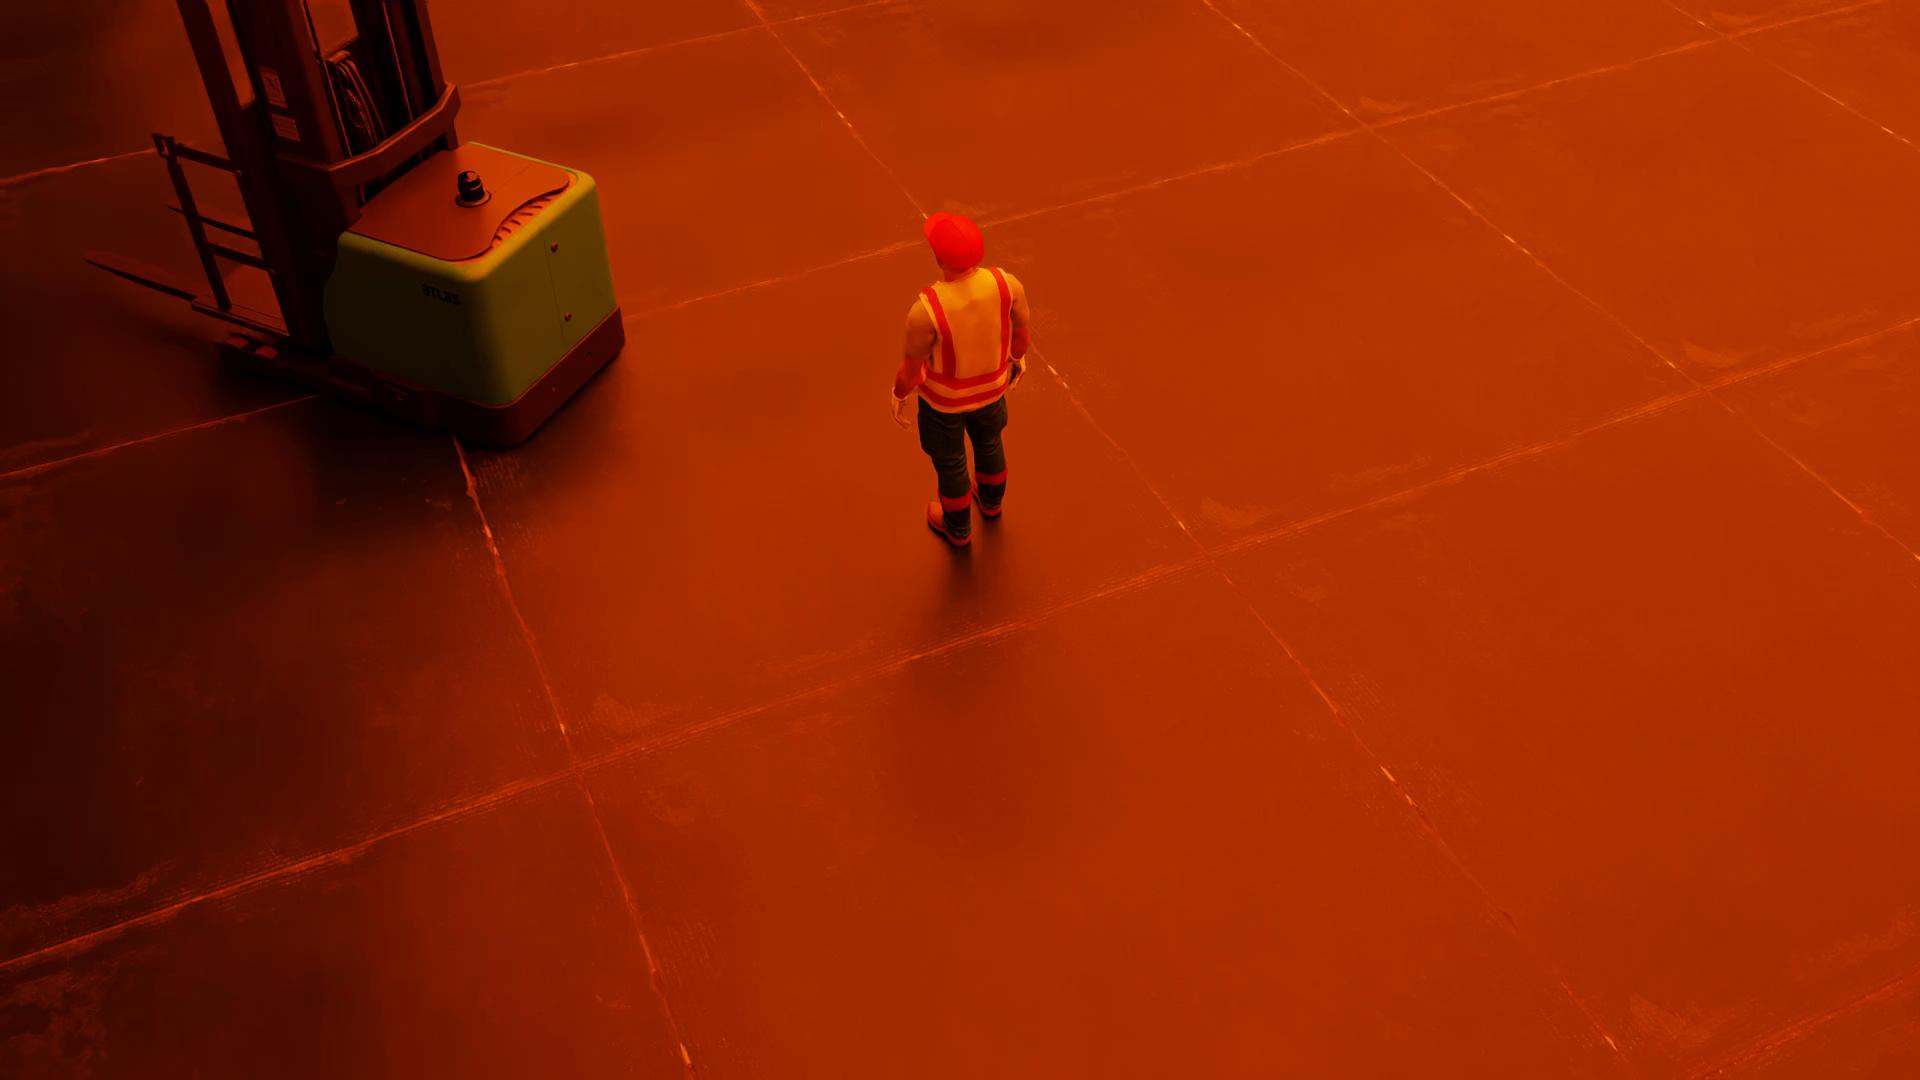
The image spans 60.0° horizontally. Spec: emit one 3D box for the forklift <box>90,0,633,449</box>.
[{"bbox_3d":[-3.291,-2.215,8.053,3.031,2.935,1.130,18,46,19],"label":"forklift"}]

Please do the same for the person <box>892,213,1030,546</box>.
[{"bbox_3d":[-0.023,-0.713,7.270,0.637,1.790,0.562,-18,46,-18],"label":"person"}]
